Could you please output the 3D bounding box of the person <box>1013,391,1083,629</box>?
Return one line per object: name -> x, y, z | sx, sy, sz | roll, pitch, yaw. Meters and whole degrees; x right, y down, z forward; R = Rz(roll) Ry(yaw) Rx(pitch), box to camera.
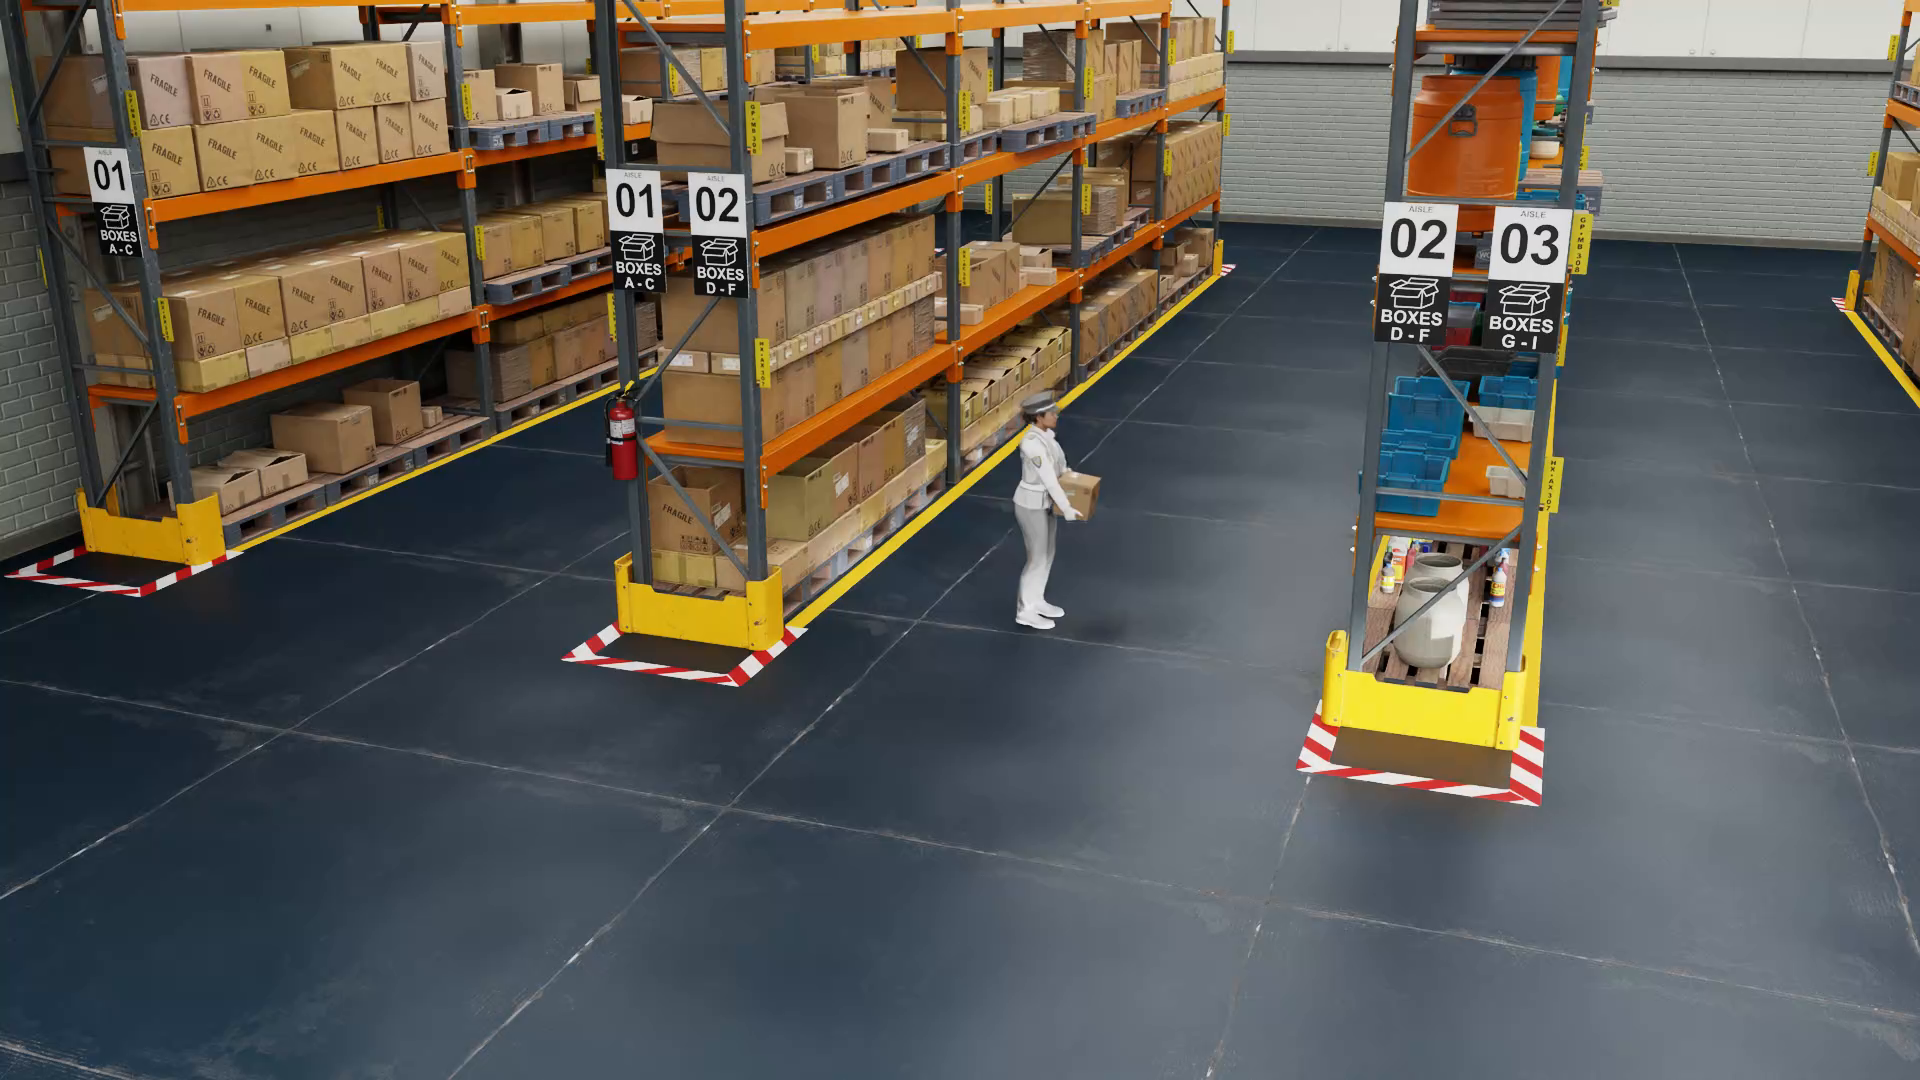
person -> 0.644, -0.221, 11.686 | 0.526, 1.688, 0.416 | 6, 20, 17
